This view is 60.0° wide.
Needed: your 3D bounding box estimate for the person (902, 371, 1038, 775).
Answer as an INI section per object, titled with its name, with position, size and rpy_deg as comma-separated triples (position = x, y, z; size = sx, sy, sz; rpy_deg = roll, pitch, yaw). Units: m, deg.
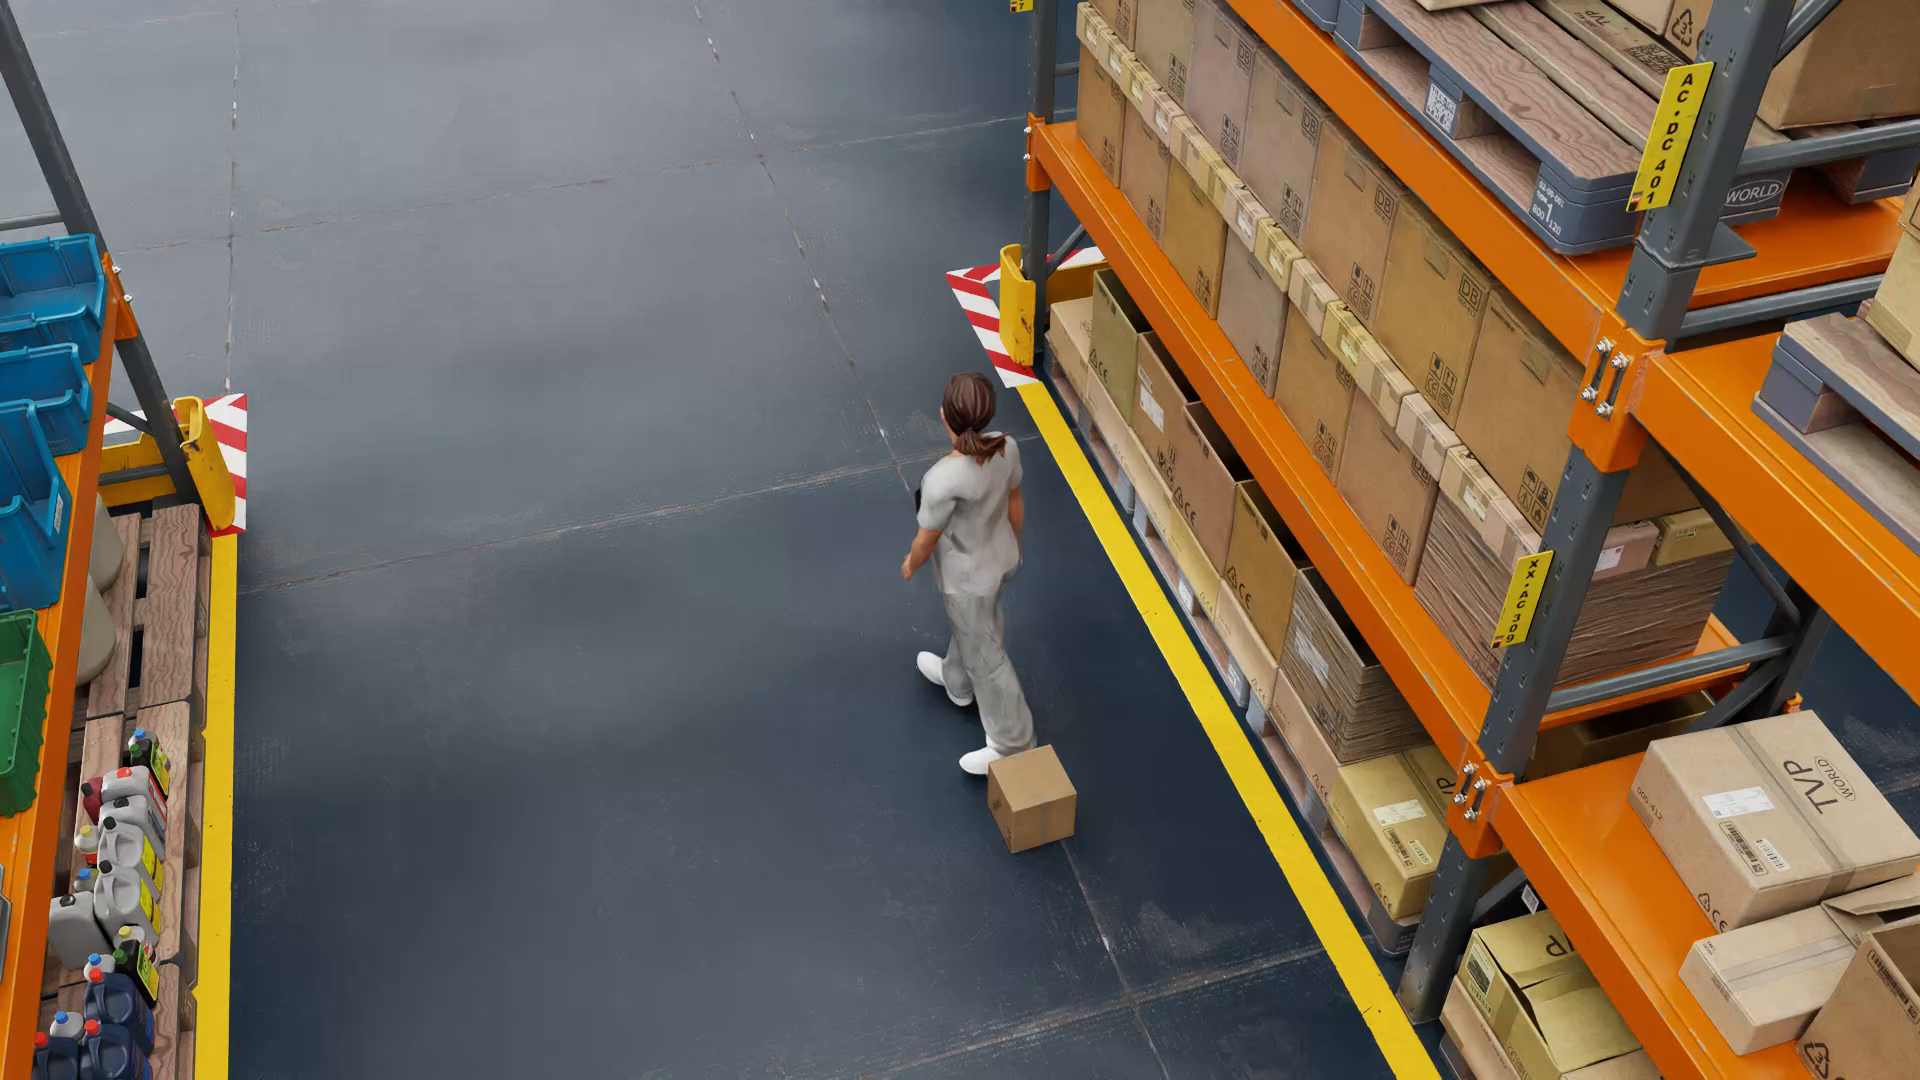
[person]
position = 0.039, 0.101, 6.035
size = 0.686, 1.661, 0.498
rpy_deg = 25, 48, 25
